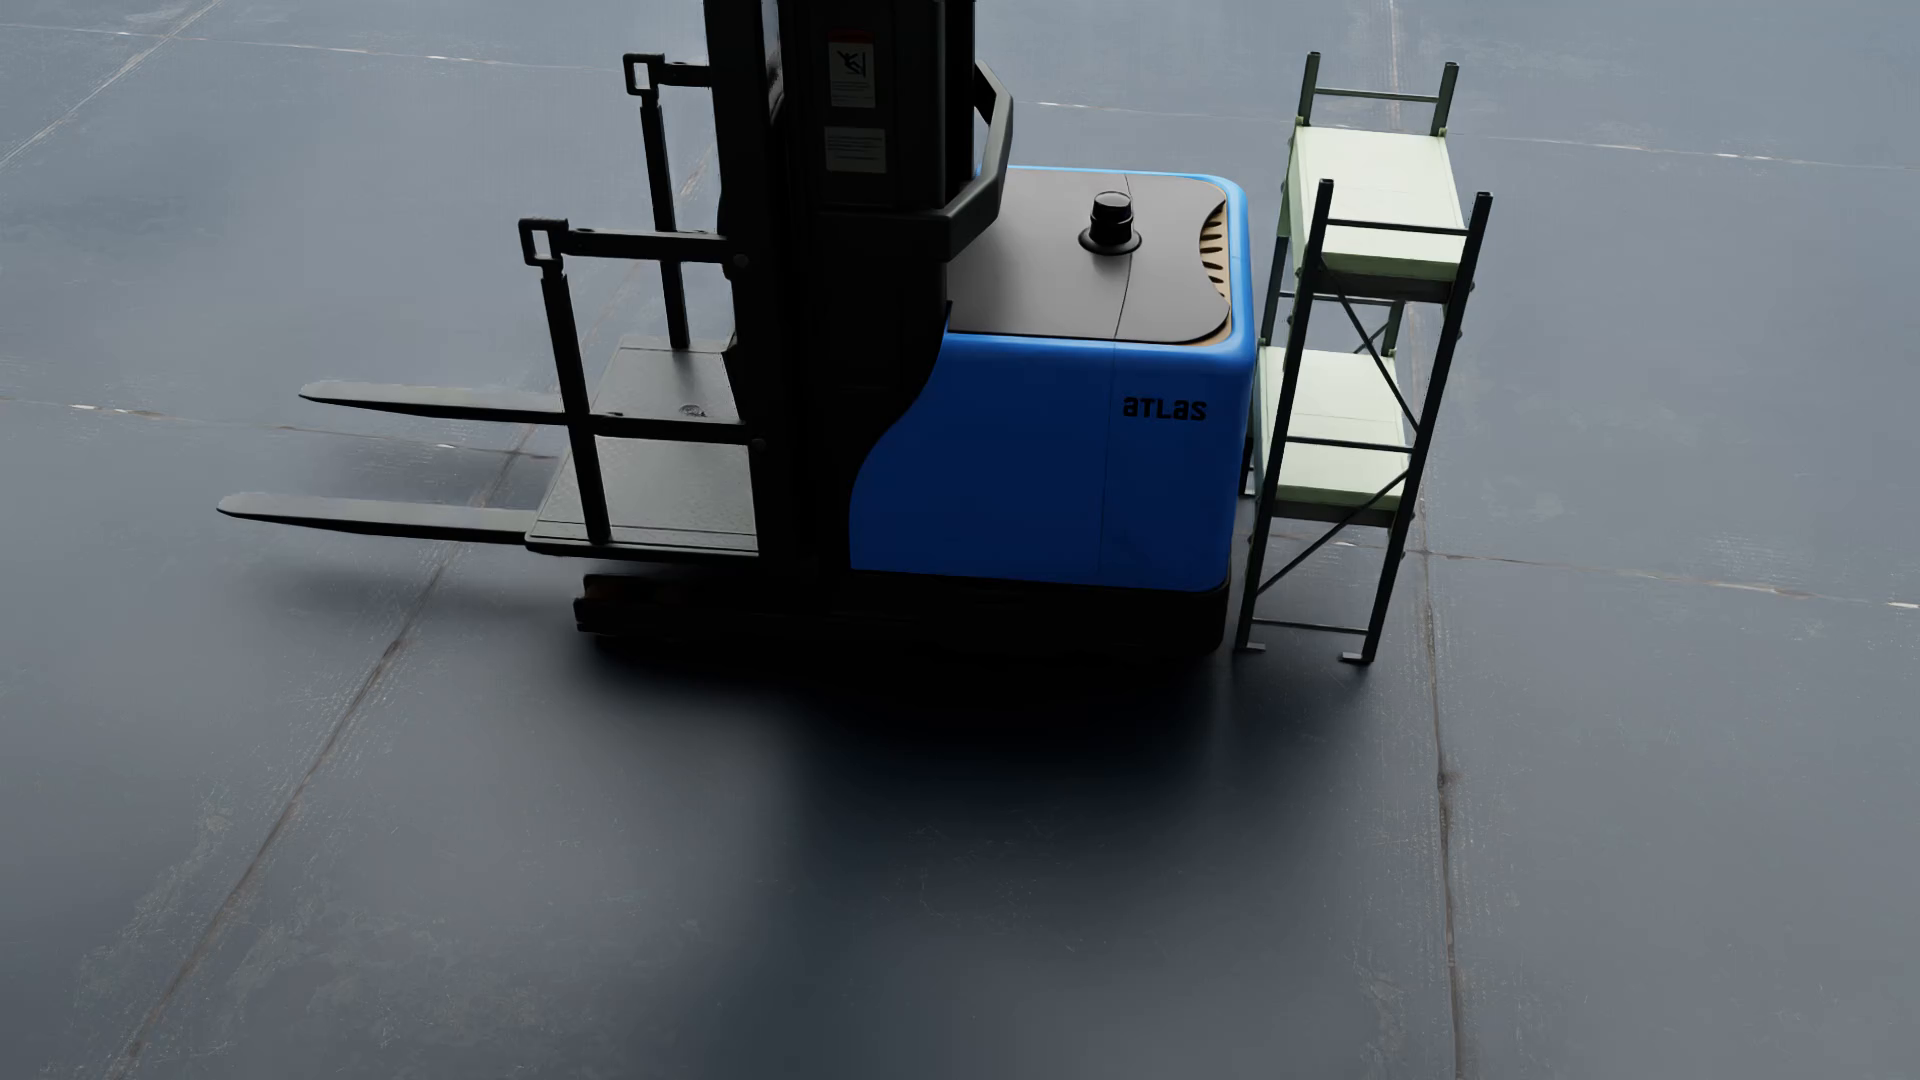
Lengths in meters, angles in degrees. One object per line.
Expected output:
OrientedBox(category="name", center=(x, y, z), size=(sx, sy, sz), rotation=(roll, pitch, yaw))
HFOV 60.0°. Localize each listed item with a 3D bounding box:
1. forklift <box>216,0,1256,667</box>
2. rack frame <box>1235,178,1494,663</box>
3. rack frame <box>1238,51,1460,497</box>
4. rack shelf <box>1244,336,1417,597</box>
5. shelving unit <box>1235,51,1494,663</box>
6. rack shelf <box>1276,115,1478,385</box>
OrientedBox(category="forklift", center=(-0.705, -1.162, 4.355), size=(3.031, 2.935, 1.130), rotation=(4, 40, 5))
OrientedBox(category="rack frame", center=(1.021, -0.248, 4.363), size=(0.400, 1.500, 0.023), rotation=(6, 40, 4))
OrientedBox(category="rack frame", center=(1.111, -0.711, 4.923), size=(0.400, 1.500, 0.023), rotation=(6, 40, 4))
OrientedBox(category="rack shelf", center=(1.057, -0.229, 4.851), size=(0.431, 0.370, 0.720), rotation=(6, 40, 4))
OrientedBox(category="shelving unit", center=(1.066, -0.479, 4.643), size=(0.431, 1.500, 0.755), rotation=(6, 40, 4))
OrientedBox(category="rack shelf", center=(1.077, -0.779, 4.393), size=(0.431, 0.370, 0.720), rotation=(6, 40, 4))
